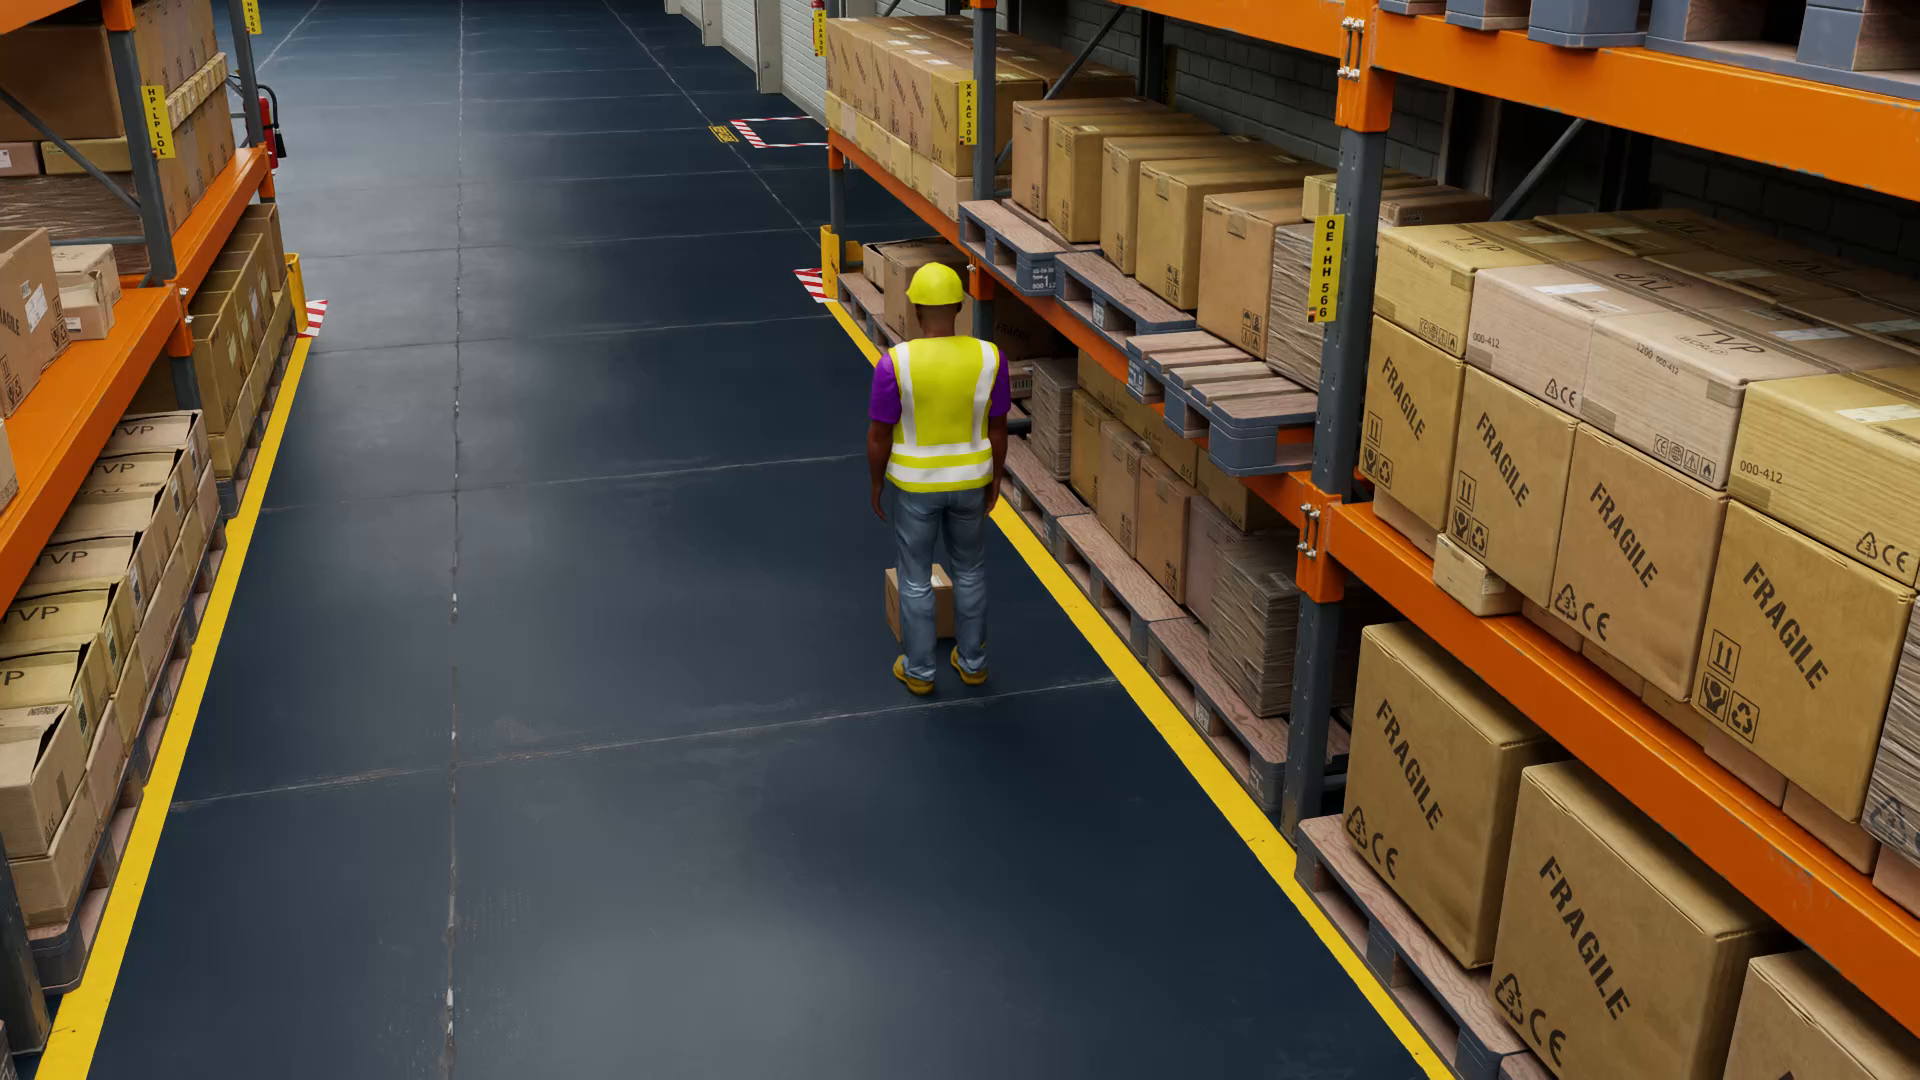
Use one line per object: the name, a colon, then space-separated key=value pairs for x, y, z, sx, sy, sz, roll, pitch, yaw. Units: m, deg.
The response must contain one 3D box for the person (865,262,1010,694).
person: x=-0.095 y=-0.233 z=6.630 sx=0.570 sy=1.758 sz=0.373 roll=-6 pitch=23 yaw=-13
